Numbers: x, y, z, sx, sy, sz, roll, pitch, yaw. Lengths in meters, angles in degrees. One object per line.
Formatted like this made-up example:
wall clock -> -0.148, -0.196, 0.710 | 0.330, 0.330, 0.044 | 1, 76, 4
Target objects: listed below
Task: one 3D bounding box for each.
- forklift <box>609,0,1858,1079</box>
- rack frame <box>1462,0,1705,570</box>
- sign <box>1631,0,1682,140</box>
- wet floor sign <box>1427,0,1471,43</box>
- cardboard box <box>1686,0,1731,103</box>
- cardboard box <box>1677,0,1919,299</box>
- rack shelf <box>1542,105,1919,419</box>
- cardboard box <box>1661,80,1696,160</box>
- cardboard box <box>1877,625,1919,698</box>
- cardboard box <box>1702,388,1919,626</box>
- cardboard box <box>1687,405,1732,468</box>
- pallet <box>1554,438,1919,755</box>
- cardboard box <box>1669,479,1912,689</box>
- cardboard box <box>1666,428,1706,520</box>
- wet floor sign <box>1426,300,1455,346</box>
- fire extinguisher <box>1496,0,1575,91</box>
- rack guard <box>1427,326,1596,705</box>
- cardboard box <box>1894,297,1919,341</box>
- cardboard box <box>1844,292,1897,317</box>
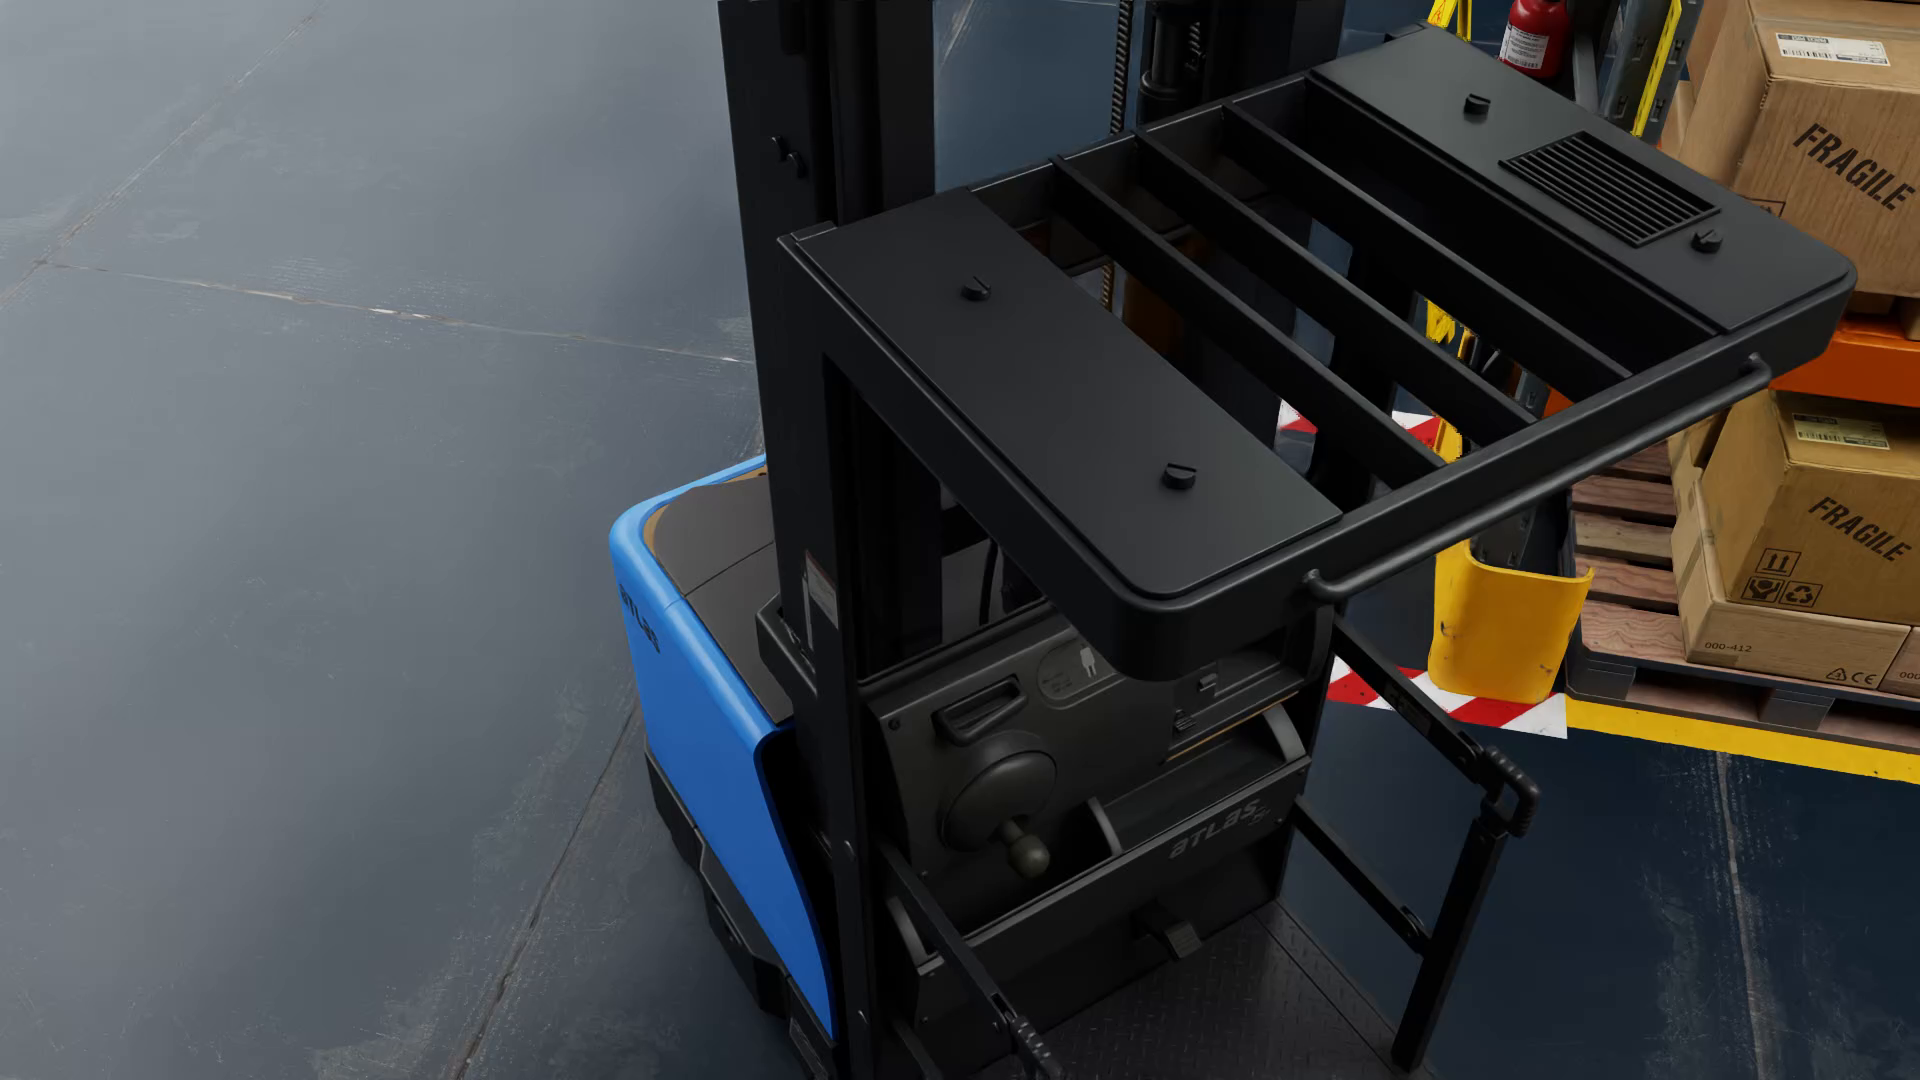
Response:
forklift -> 0.395, 0.348, 2.775 | 1.130, 2.935, 3.031 | -24, 49, -23
rack frame -> 1.573, -1.033, 4.160 | 0.127, 3.000, 1.000 | 9, 45, 9
sign -> 1.454, -0.977, 3.478 | 0.005, 0.325, 0.100 | 9, 45, 9
wet floor sign -> 2.094, -2.214, 7.085 | 0.232, 0.644, 0.267 | 2, 44, 2
cardboard box -> 2.162, -1.280, 4.130 | 0.500, 0.500, 0.500 | 8, 44, 8
cardboard box -> 1.974, -0.917, 3.753 | 0.500, 0.500, 0.500 | 8, 45, 8
rack shelf -> 3.524, -0.471, 4.095 | 4.000, 0.370, 1.077 | 9, 45, 9
cardboard box -> 1.984, -1.030, 4.339 | 0.250, 0.149, 0.380 | 10, 45, 10
cardboard box -> 2.796, 0.198, 4.561 | 0.500, 0.250, 0.500 | 10, 45, 11
cardboard box -> 2.323, -0.151, 4.383 | 0.500, 0.500, 0.500 | 7, 44, 8
cardboard box -> 2.411, -0.519, 4.765 | 0.500, 0.500, 0.500 | 9, 45, 9
pallet -> 2.432, 0.130, 4.962 | 1.213, 0.211, 1.003 | 9, 45, 9
cardboard box -> 2.299, 0.116, 4.646 | 0.500, 0.250, 0.500 | 8, 45, 9
cardboard box -> 2.444, -0.249, 5.026 | 0.500, 0.250, 0.500 | 9, 45, 9
wet floor sign -> 1.621, -0.937, 5.759 | 0.232, 0.644, 0.267 | 24, 49, 23
fire extinguisher -> 1.561, -1.334, 4.529 | 0.183, 0.674, 0.296 | 9, 45, 9
rack guard -> 1.647, -0.121, 5.015 | 0.348, 0.500, 1.175 | 9, 45, 9
cardboard box -> 2.349, -0.627, 3.920 | 0.250, 0.149, 0.380 | 8, 44, 8
cardboard box -> 2.108, -0.722, 4.018 | 0.250, 0.149, 0.380 | 9, 45, 10
